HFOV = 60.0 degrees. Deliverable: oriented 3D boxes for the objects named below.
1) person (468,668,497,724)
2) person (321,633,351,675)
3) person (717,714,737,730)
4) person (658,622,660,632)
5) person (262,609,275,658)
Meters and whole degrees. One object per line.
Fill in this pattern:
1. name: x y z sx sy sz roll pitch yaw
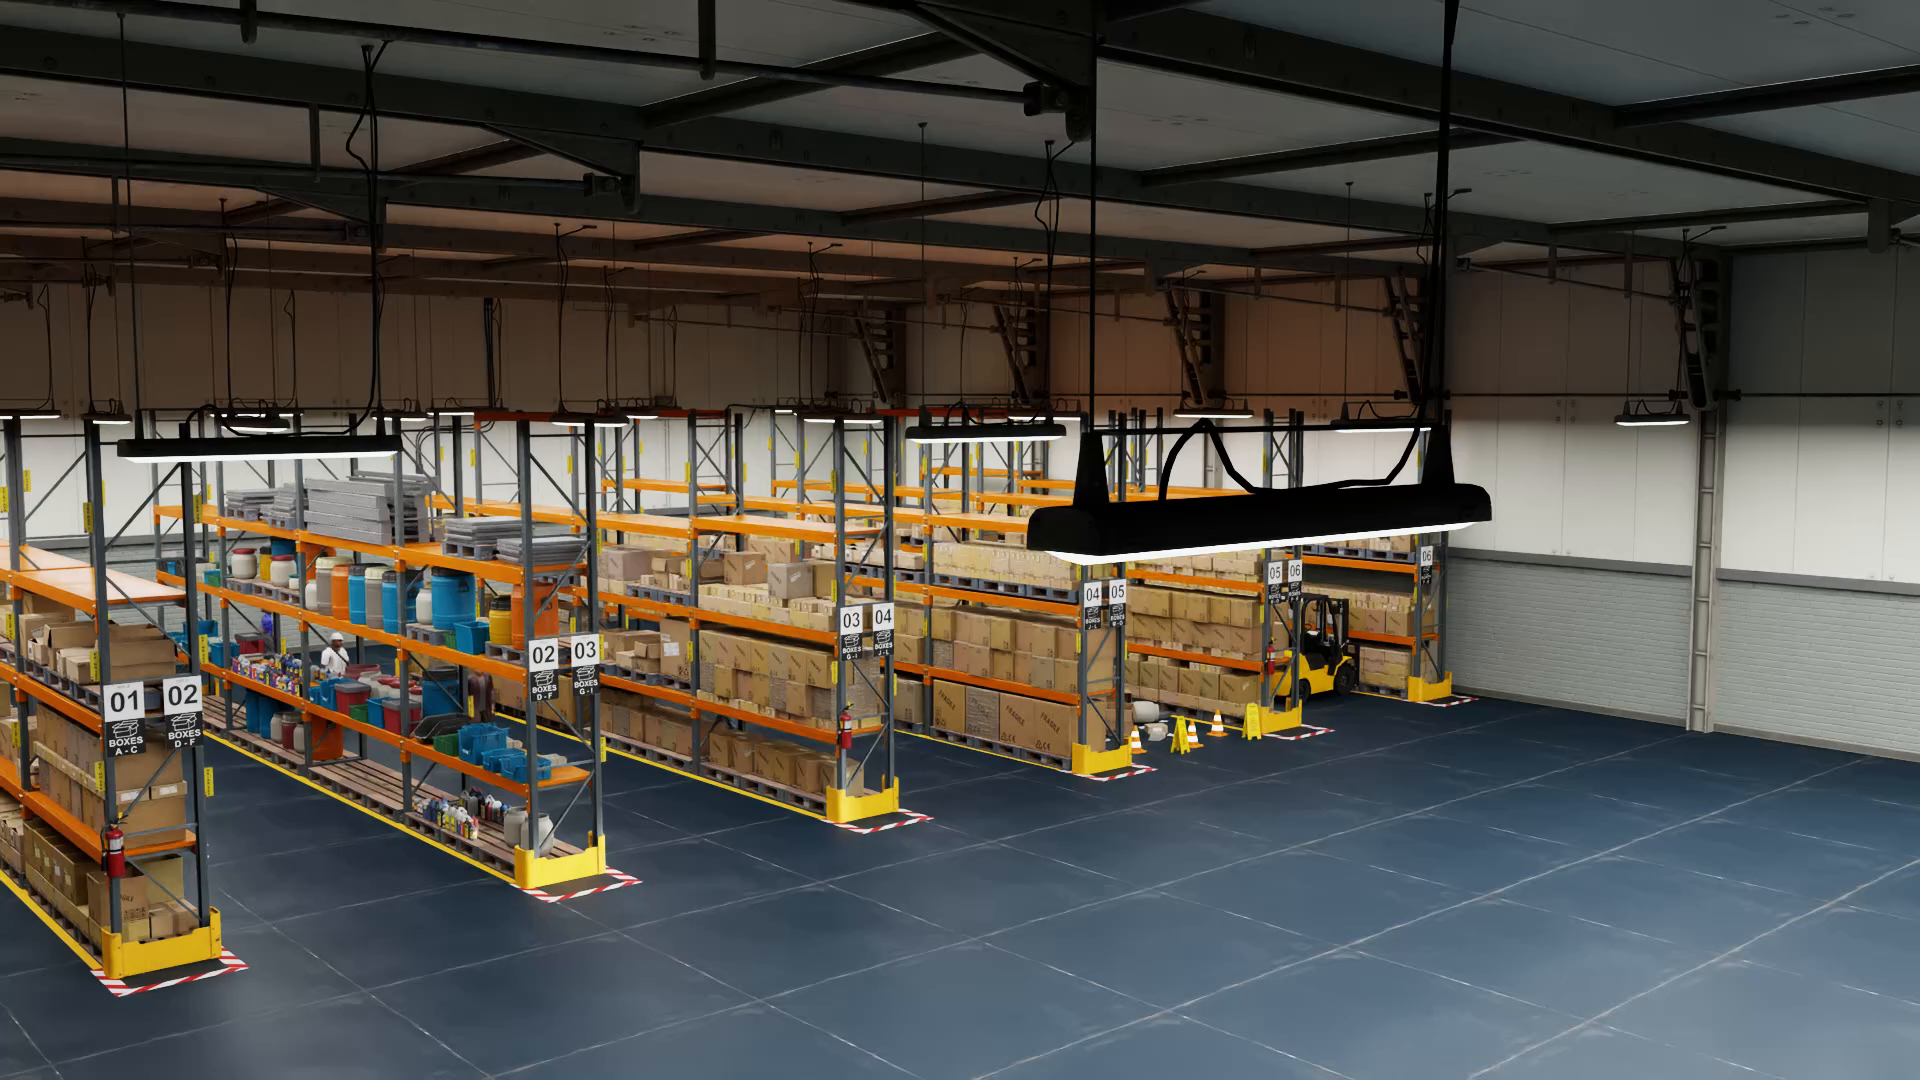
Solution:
1. person: -8.407 2.945 28.839 0.753 1.736 0.667 5 7 43
2. person: -11.891 2.686 31.775 0.542 1.837 0.667 3 6 34
3. person: -4.308 2.747 31.035 0.782 1.765 0.600 2 6 26
4. person: -7.466 1.858 41.692 0.821 1.604 0.527 -4 6 -35
5. person: -15.566 2.237 37.392 0.988 1.609 0.449 -3 6 -27
